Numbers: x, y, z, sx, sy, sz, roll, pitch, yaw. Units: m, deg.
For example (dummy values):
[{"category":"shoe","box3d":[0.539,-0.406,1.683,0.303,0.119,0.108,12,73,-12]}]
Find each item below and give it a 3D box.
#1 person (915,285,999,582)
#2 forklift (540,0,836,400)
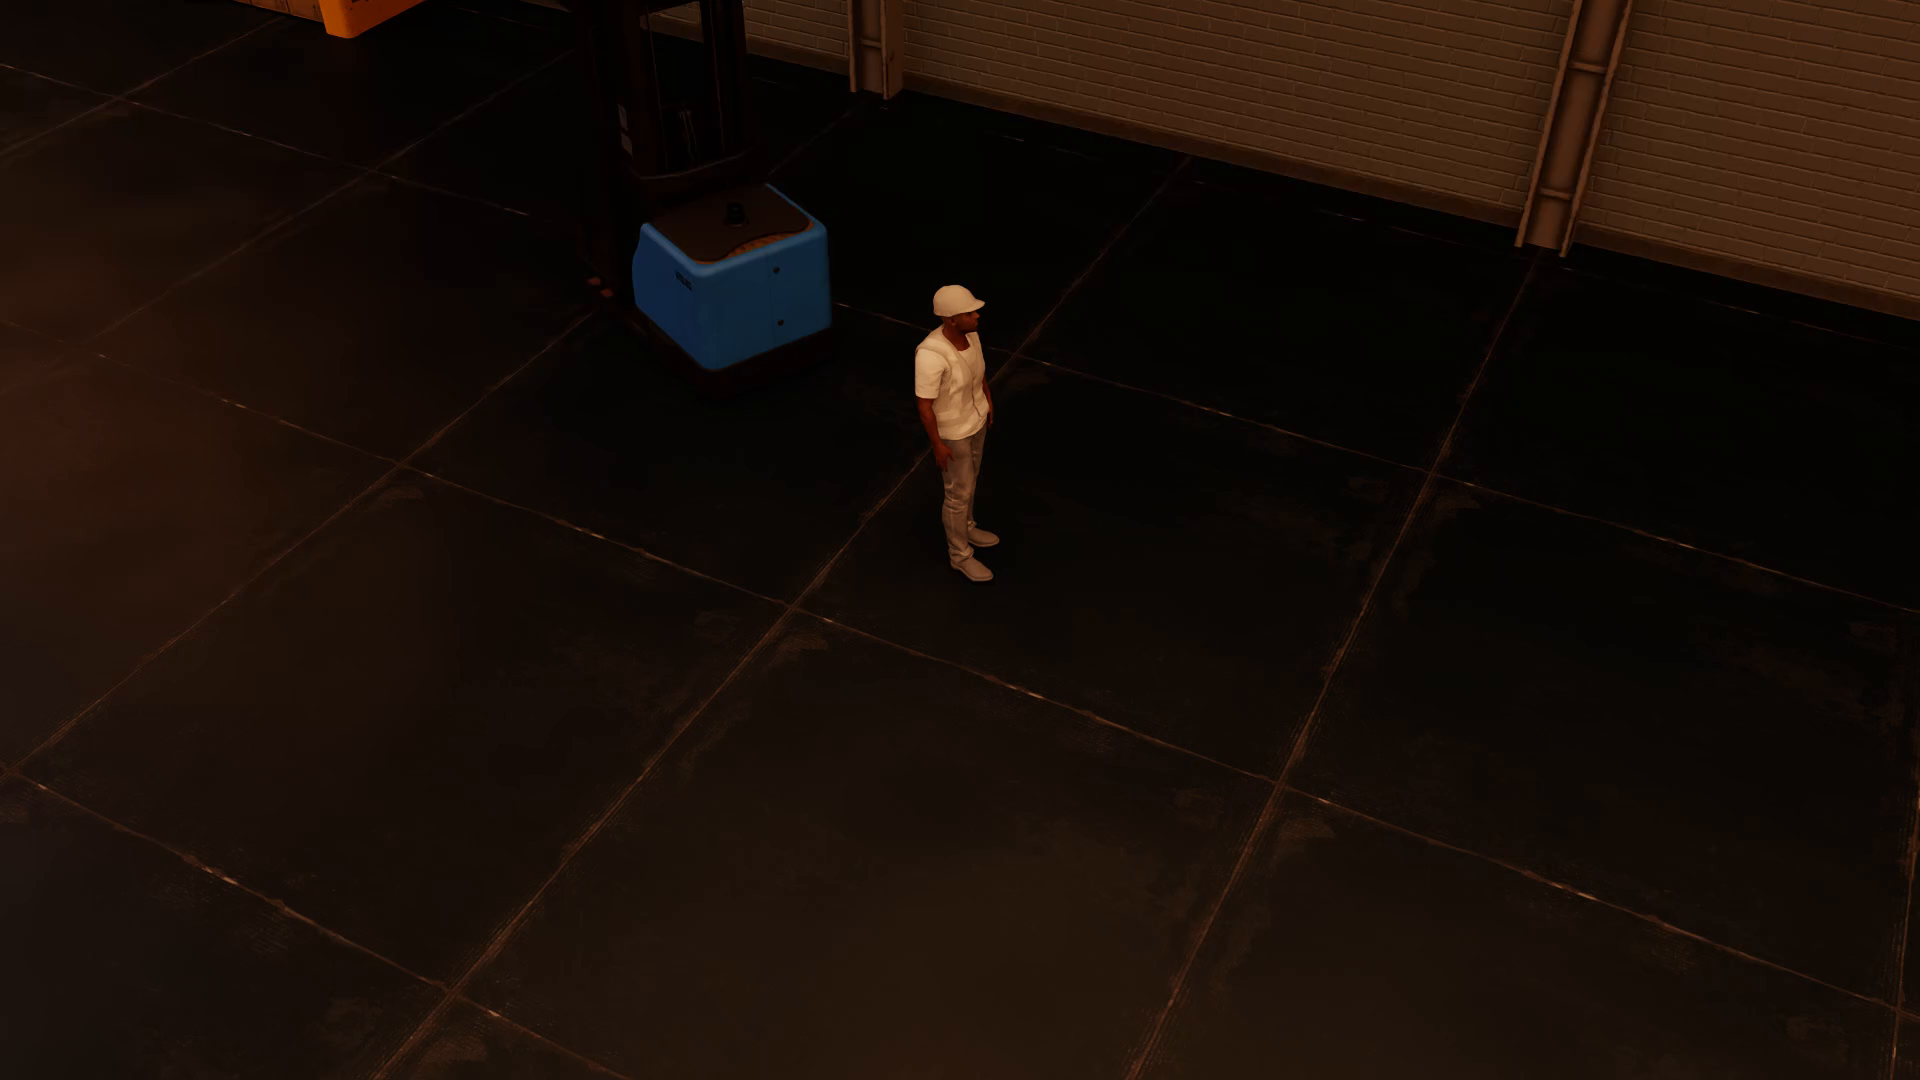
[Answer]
[{"category":"person","box3d":[0.060,-0.657,9.660,0.575,1.768,0.665,18,43,21]},{"category":"forklift","box3d":[-2.146,-2.972,11.516,1.130,2.935,3.031,-25,46,-27]}]
